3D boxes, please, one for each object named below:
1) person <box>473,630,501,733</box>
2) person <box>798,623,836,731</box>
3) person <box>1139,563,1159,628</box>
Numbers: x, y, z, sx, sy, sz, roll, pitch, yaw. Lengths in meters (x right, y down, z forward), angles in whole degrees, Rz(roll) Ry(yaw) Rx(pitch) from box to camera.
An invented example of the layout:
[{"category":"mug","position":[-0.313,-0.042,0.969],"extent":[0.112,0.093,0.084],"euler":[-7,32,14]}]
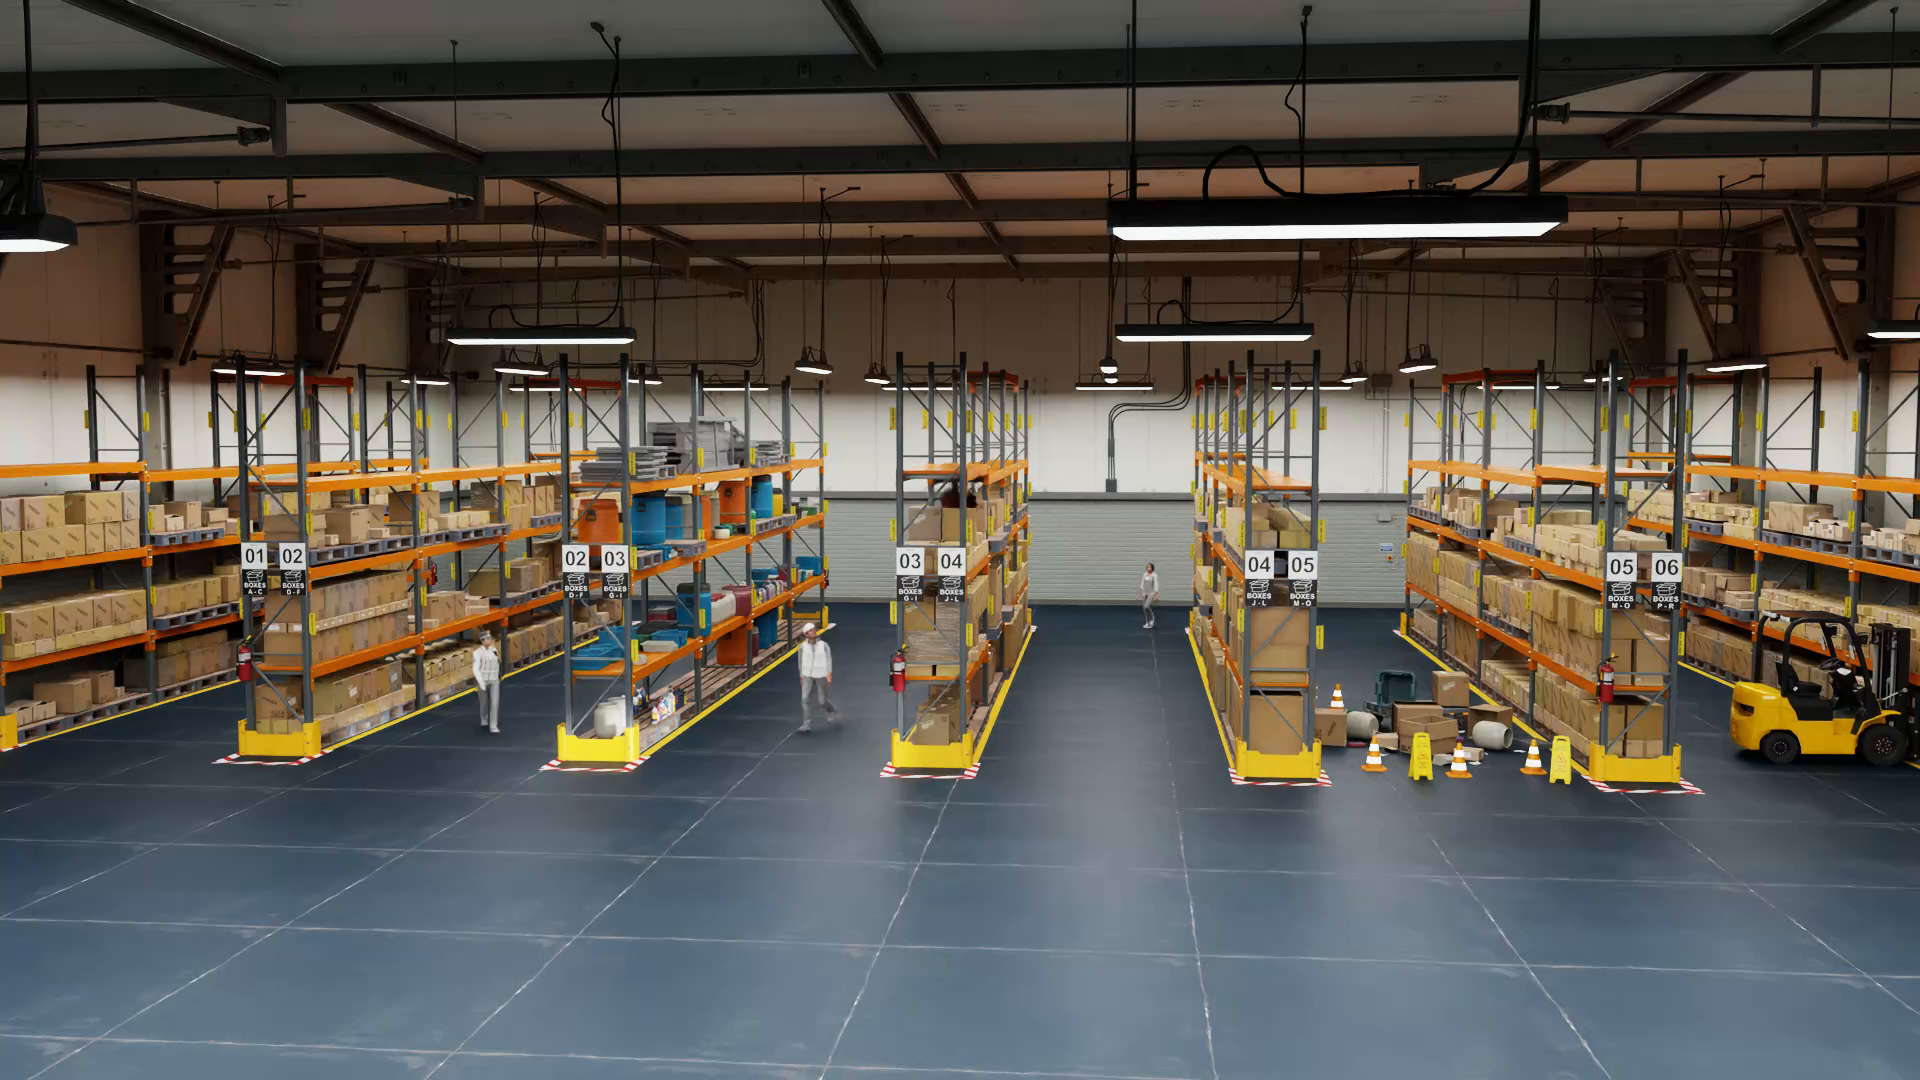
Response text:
[{"category":"person","position":[-7.638,2.274,26.854],"extent":[0.442,1.640,0.984],"euler":[-1,4,-17]},{"category":"person","position":[-2.336,2.213,27.038],"extent":[0.583,1.717,0.809],"euler":[2,4,23]},{"category":"person","position":[4.529,1.348,40.098],"extent":[0.454,1.572,0.433],"euler":[-3,5,-40]}]
